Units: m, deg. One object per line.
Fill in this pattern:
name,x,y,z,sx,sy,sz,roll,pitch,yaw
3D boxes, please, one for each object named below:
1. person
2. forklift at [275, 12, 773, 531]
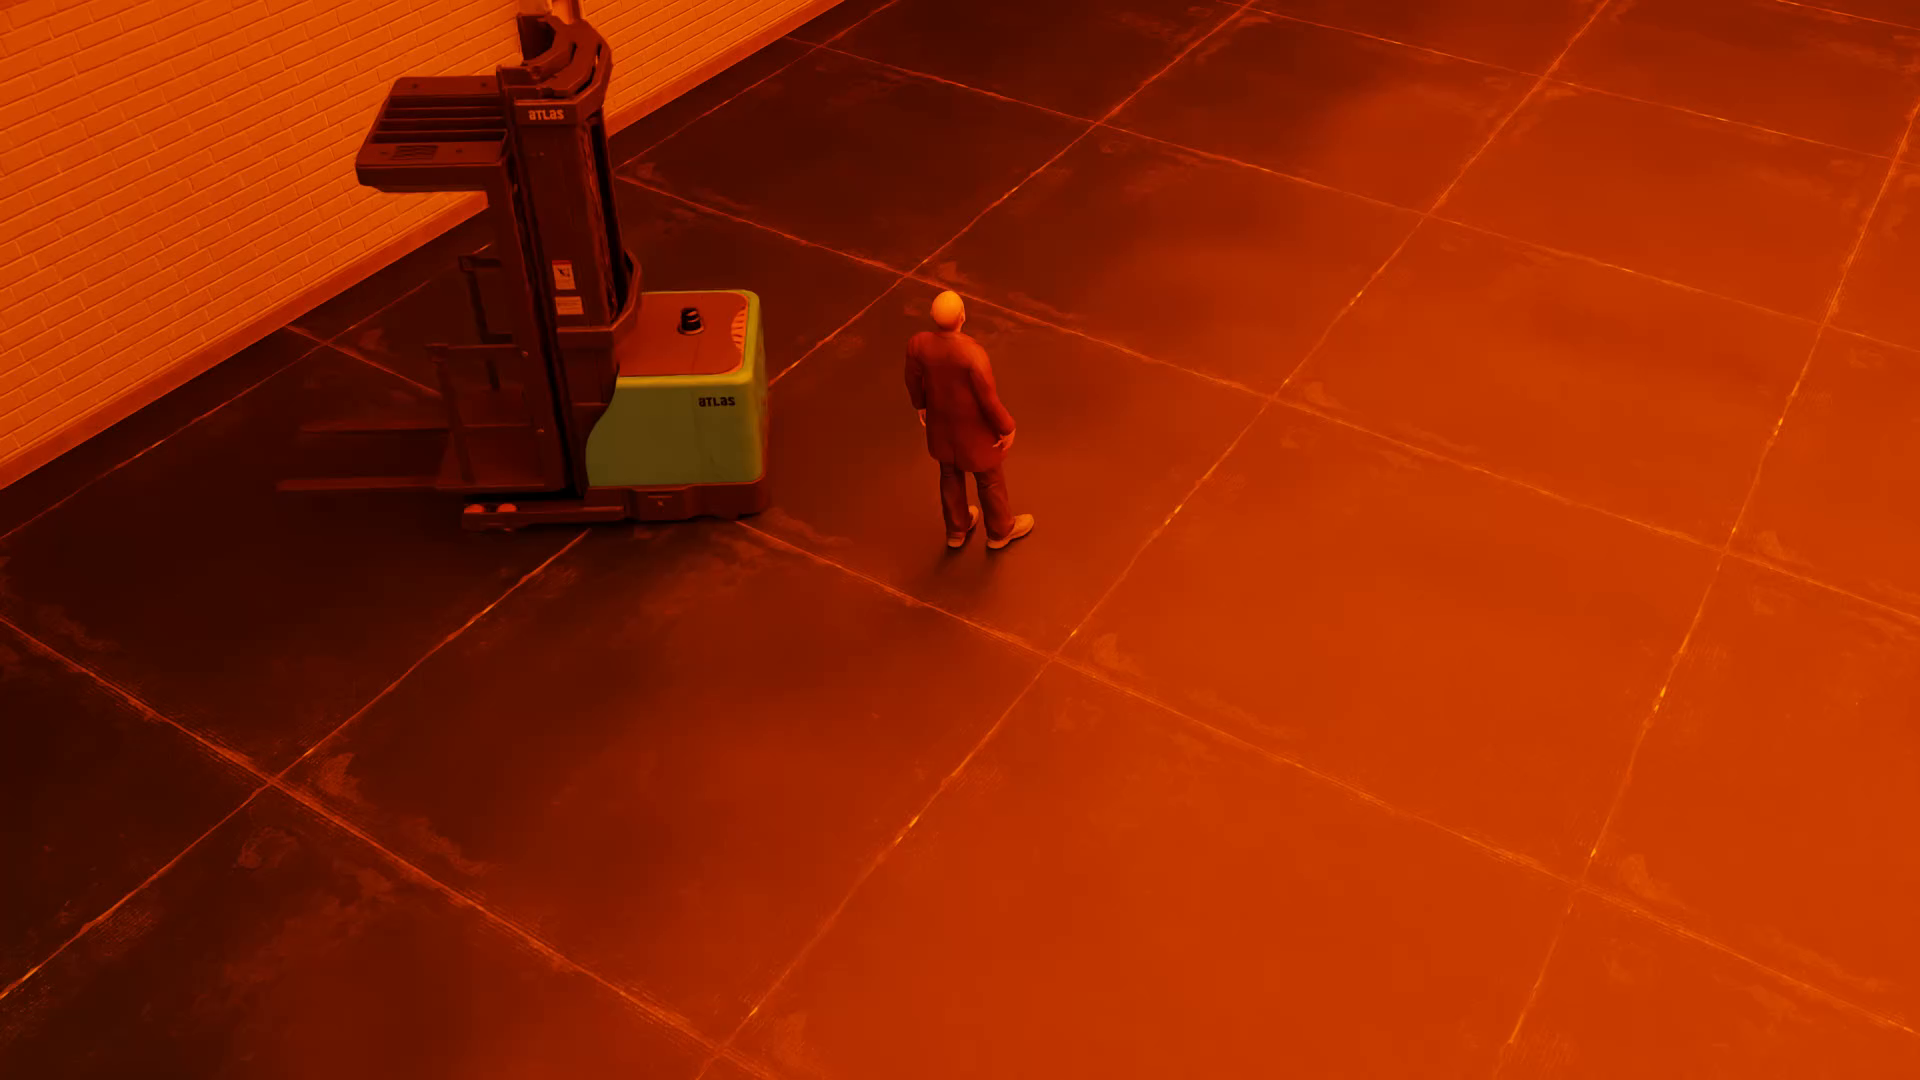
person,0.053,-0.732,9.711,0.696,1.776,0.582,22,45,24
forklift,-2.734,-1.522,9.764,3.031,2.935,1.130,-2,40,-2
